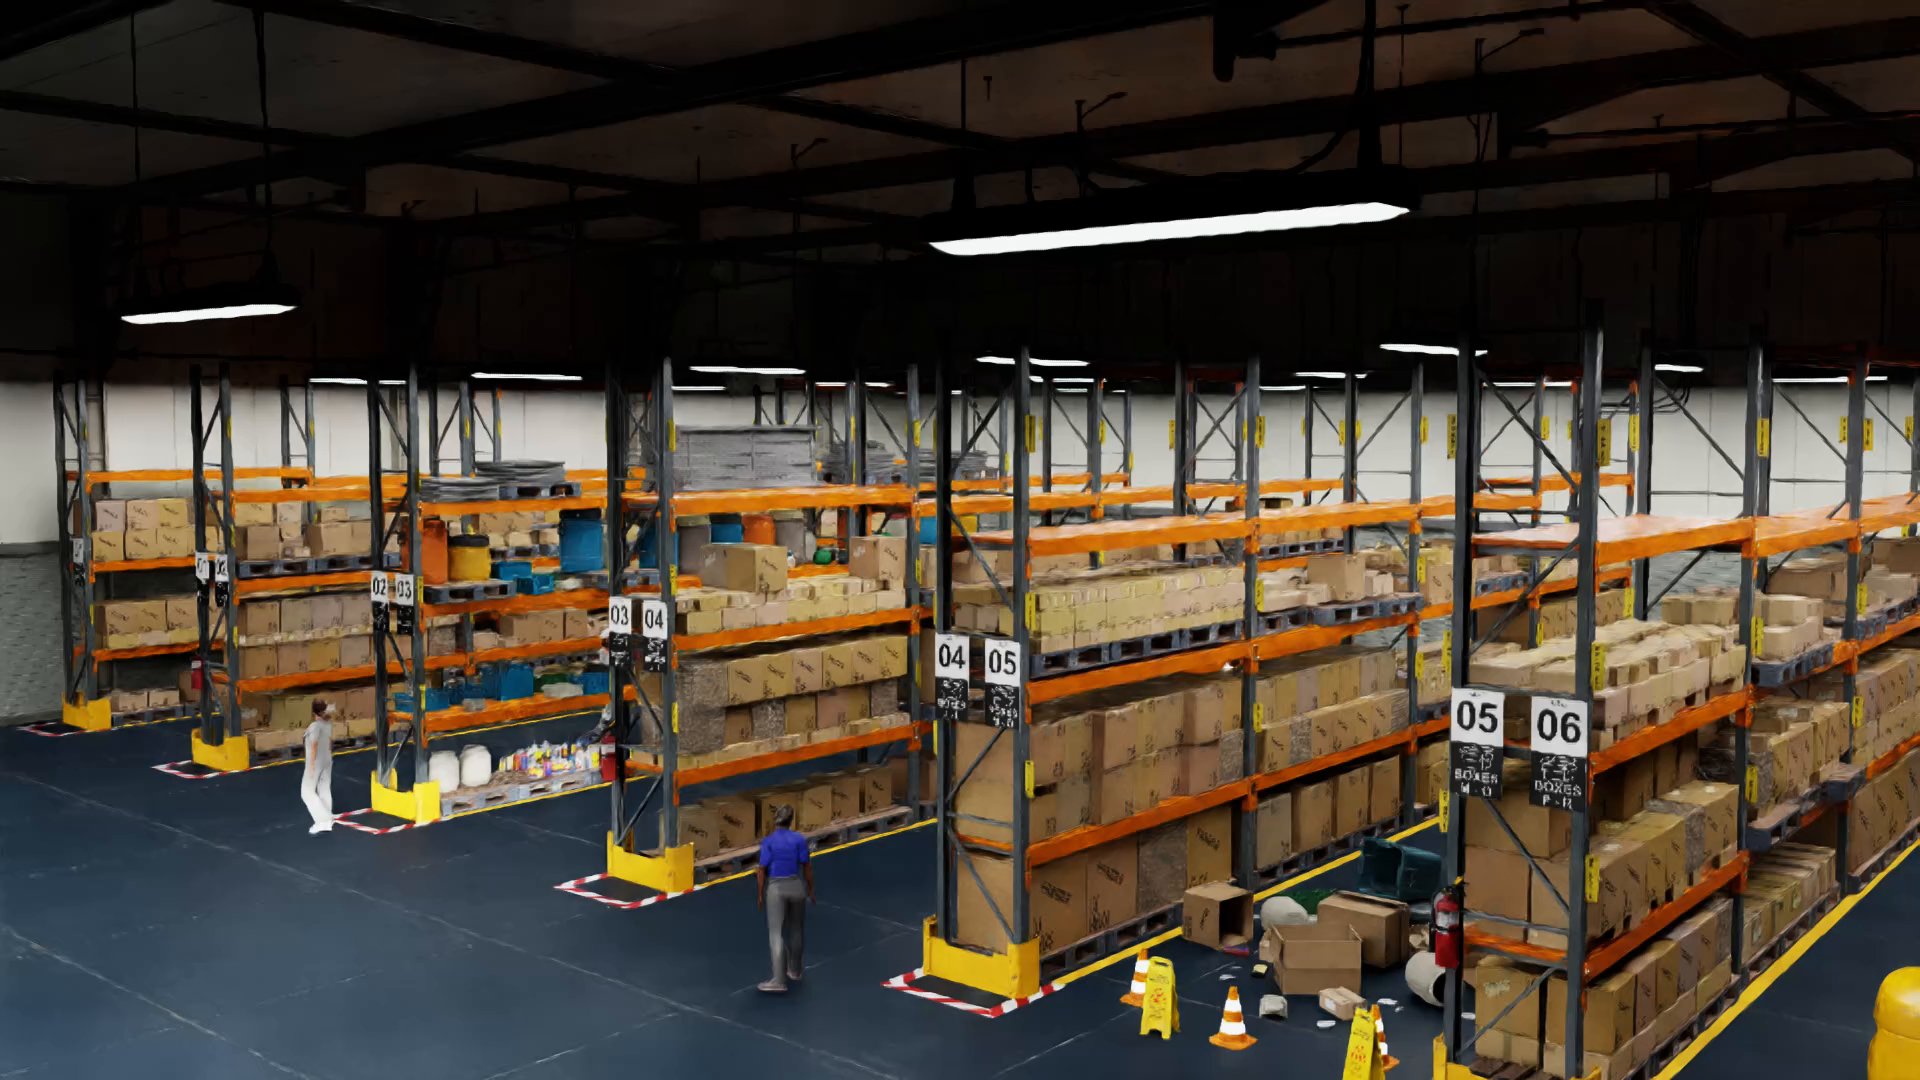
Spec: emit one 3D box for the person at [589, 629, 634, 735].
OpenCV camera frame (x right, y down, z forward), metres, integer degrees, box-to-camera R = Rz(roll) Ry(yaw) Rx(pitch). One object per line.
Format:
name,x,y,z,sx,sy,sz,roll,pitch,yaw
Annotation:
person,-5.787,2.311,27.439,0.557,1.705,1.116,3,5,38

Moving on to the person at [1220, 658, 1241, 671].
person,4.093,2.461,24.958,0.388,1.769,0.674,1,4,19

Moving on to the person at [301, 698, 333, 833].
person,-8.027,2.818,20.836,0.386,1.666,0.564,1,4,9

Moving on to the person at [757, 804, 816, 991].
person,-1.603,3.228,15.194,0.587,1.651,0.562,-2,5,-27
